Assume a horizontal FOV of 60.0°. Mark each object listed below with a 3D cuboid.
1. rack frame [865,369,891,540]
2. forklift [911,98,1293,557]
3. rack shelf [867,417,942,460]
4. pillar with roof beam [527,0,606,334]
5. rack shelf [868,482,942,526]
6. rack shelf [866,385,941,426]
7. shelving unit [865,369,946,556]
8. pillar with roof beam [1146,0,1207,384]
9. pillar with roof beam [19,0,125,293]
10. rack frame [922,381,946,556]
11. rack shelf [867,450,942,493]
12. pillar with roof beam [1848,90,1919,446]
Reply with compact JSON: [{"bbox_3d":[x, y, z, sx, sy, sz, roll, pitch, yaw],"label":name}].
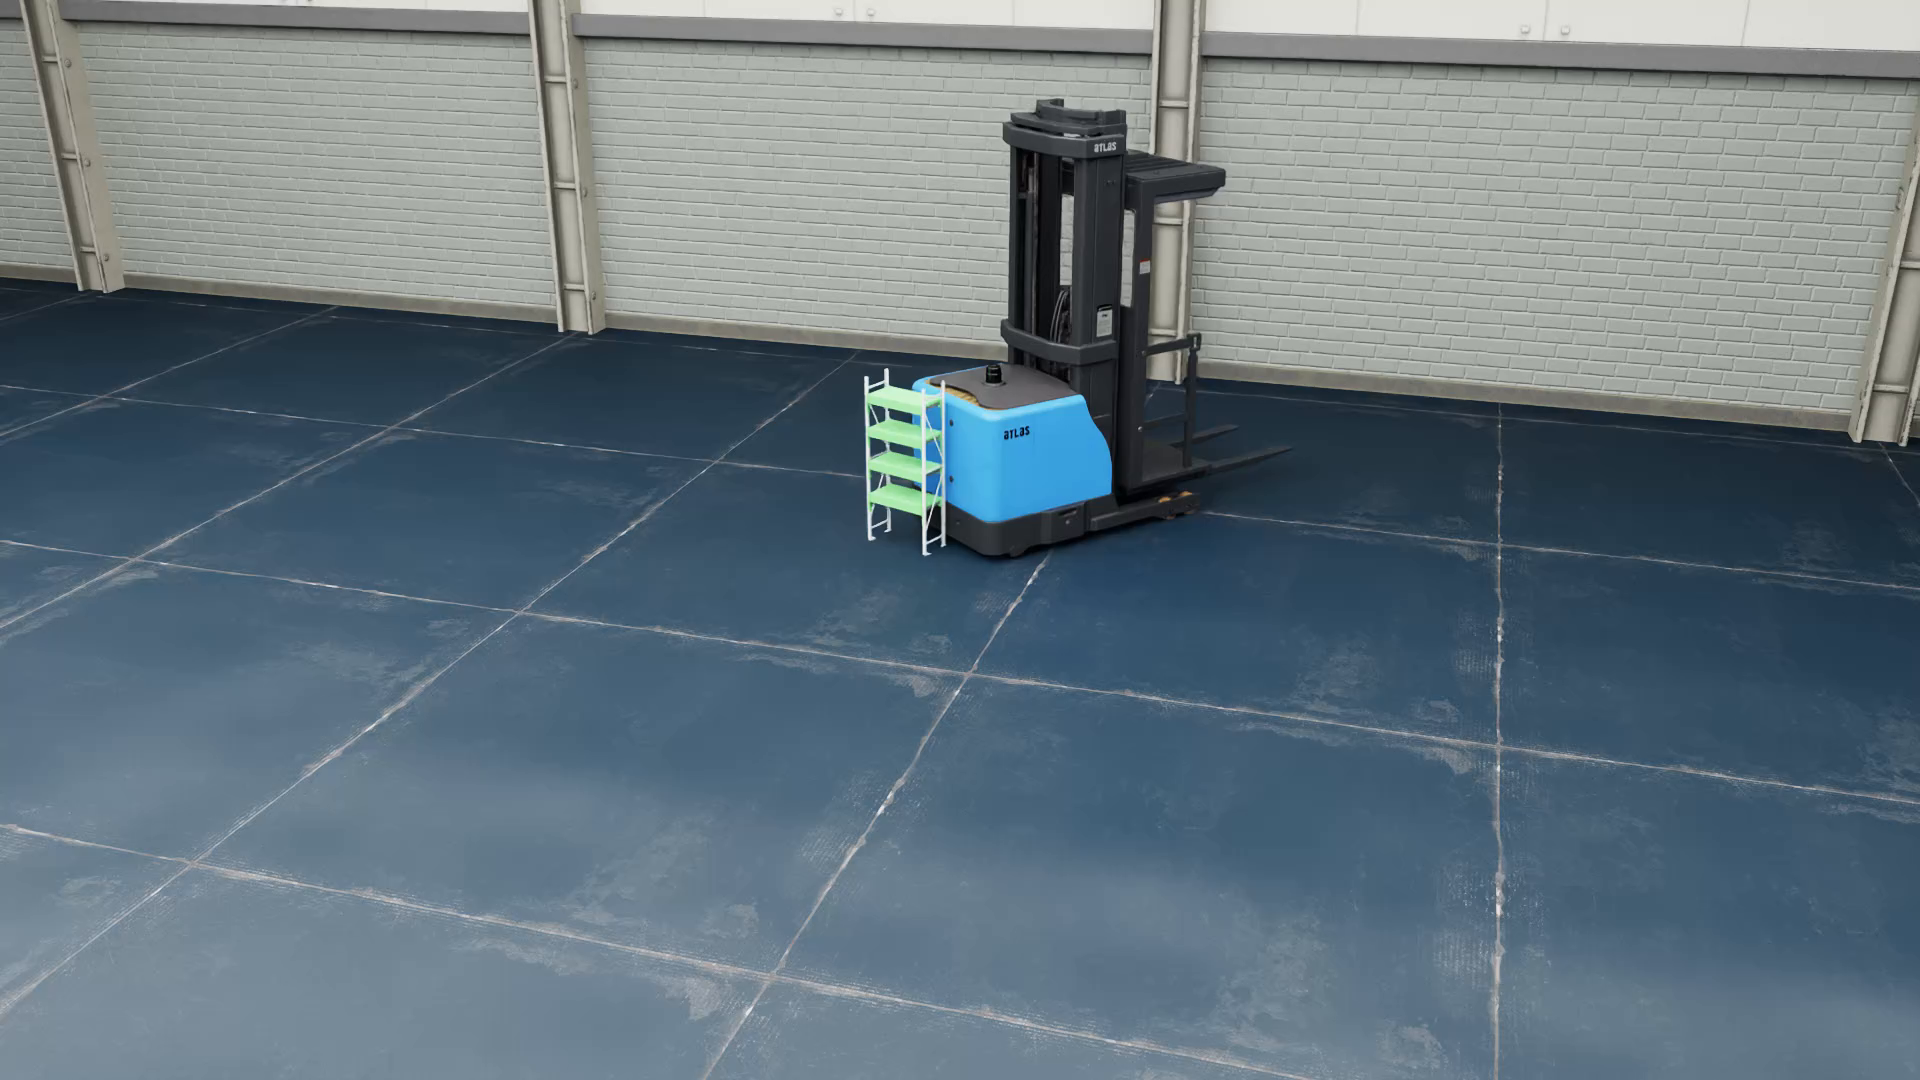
[{"bbox_3d":[-0.572,-0.590,11.628,0.015,1.200,0.240,16,27,33],"label":"rack frame"},{"bbox_3d":[1.157,-1.653,11.938,3.031,2.935,1.130,-14,26,-31],"label":"forklift"},{"bbox_3d":[-0.376,-0.698,11.428,0.480,0.148,0.258,16,27,33],"label":"rack shelf"},{"bbox_3d":[-5.108,-4.760,11.517,0.400,9.000,9.100,7,23,16],"label":"pillar with roof beam"},{"bbox_3d":[-0.376,-0.254,11.610,0.480,0.148,0.258,16,27,33],"label":"rack shelf"},{"bbox_3d":[-0.376,-0.921,11.337,0.480,0.148,0.258,16,27,33],"label":"rack shelf"},{"bbox_3d":[-0.376,-0.536,11.495,0.503,1.200,0.258,16,27,33],"label":"shelving unit"},{"bbox_3d":[0.636,-4.102,9.914,0.400,9.000,9.100,7,23,16],"label":"pillar with roof beam"},{"bbox_3d":[-10.852,-5.418,13.121,0.400,9.000,9.100,7,23,16],"label":"pillar with roof beam"},{"bbox_3d":[-0.179,-0.481,11.361,0.015,1.200,0.240,16,27,33],"label":"rack frame"},{"bbox_3d":[-0.376,-0.476,11.519,0.480,0.148,0.258,16,27,33],"label":"rack shelf"},{"bbox_3d":[6.380,-3.445,8.310,0.400,9.000,9.100,7,23,16],"label":"pillar with roof beam"}]
